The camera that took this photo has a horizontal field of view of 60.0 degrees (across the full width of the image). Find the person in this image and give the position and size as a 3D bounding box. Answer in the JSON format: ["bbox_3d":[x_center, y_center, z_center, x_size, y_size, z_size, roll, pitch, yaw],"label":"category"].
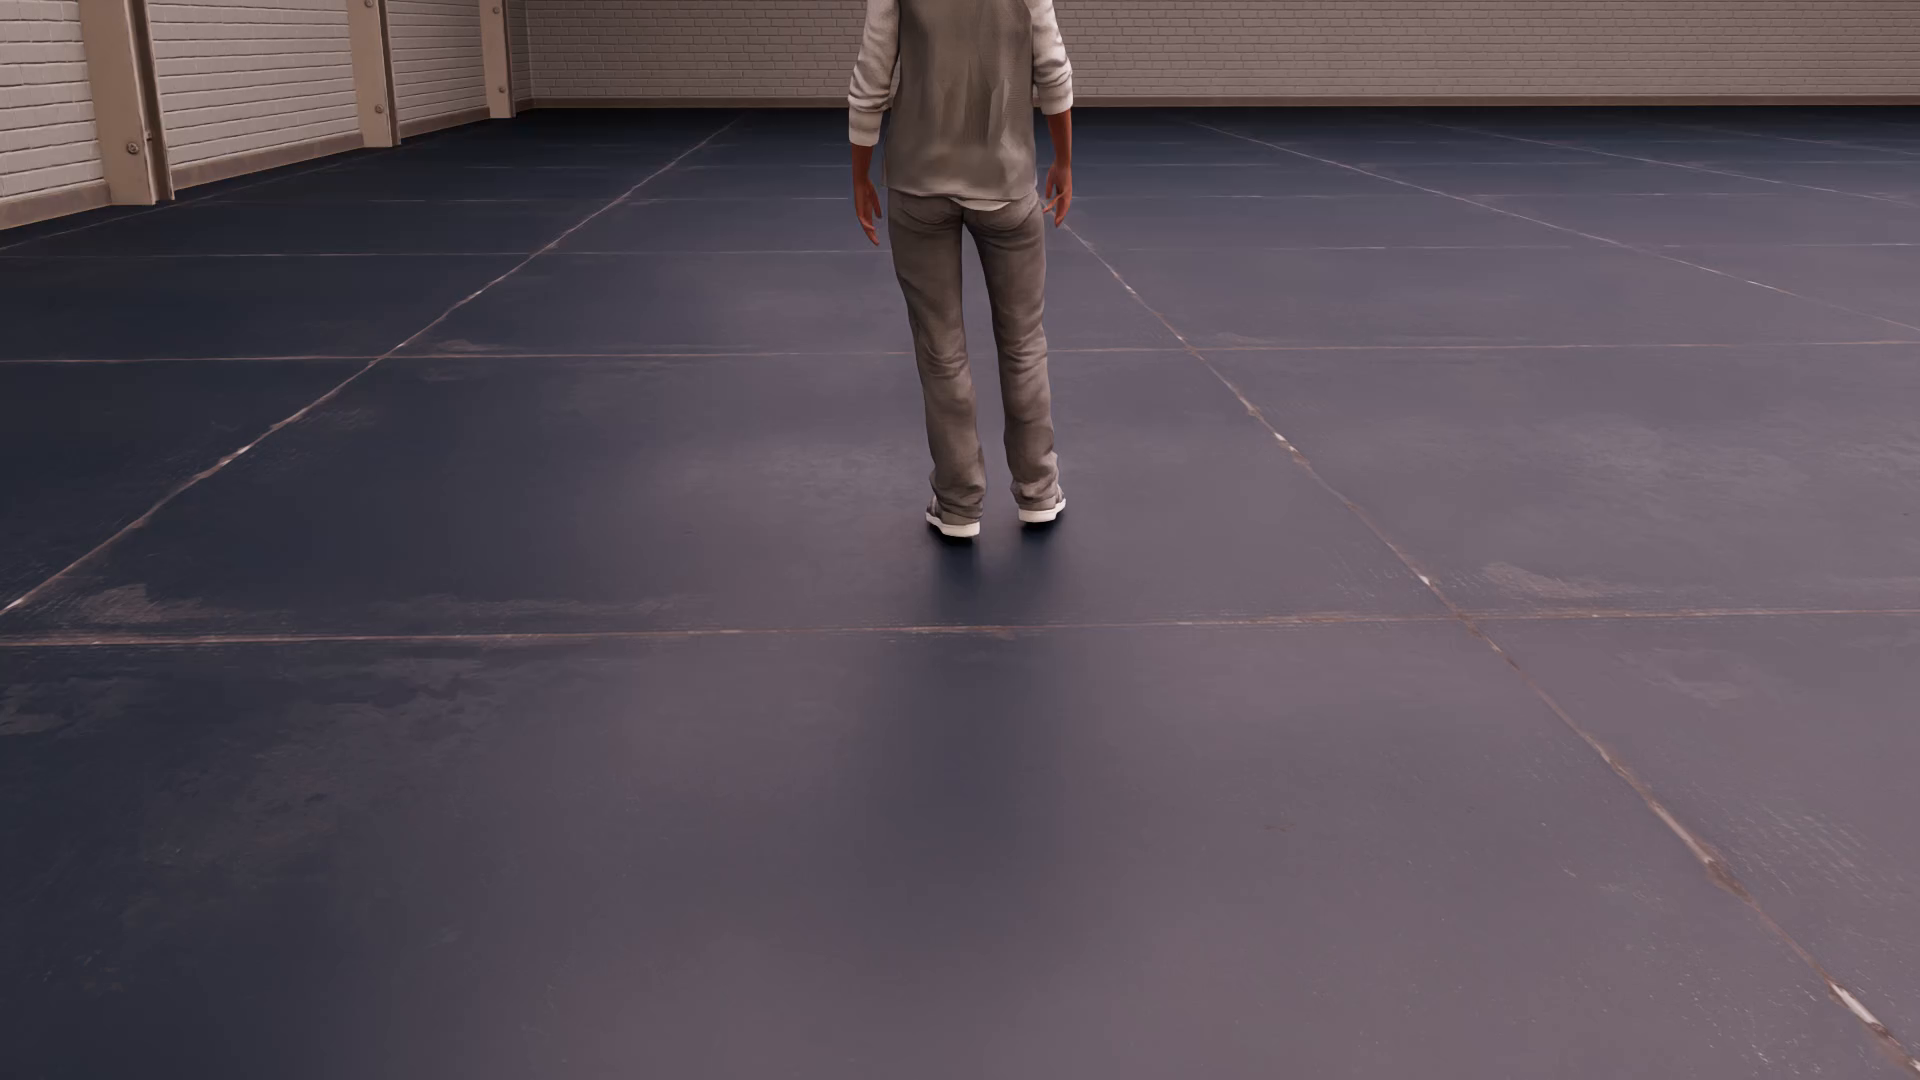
[{"bbox_3d":[0.011,-0.792,3.753,0.520,1.597,0.475,-1,17,-3],"label":"person"}]
